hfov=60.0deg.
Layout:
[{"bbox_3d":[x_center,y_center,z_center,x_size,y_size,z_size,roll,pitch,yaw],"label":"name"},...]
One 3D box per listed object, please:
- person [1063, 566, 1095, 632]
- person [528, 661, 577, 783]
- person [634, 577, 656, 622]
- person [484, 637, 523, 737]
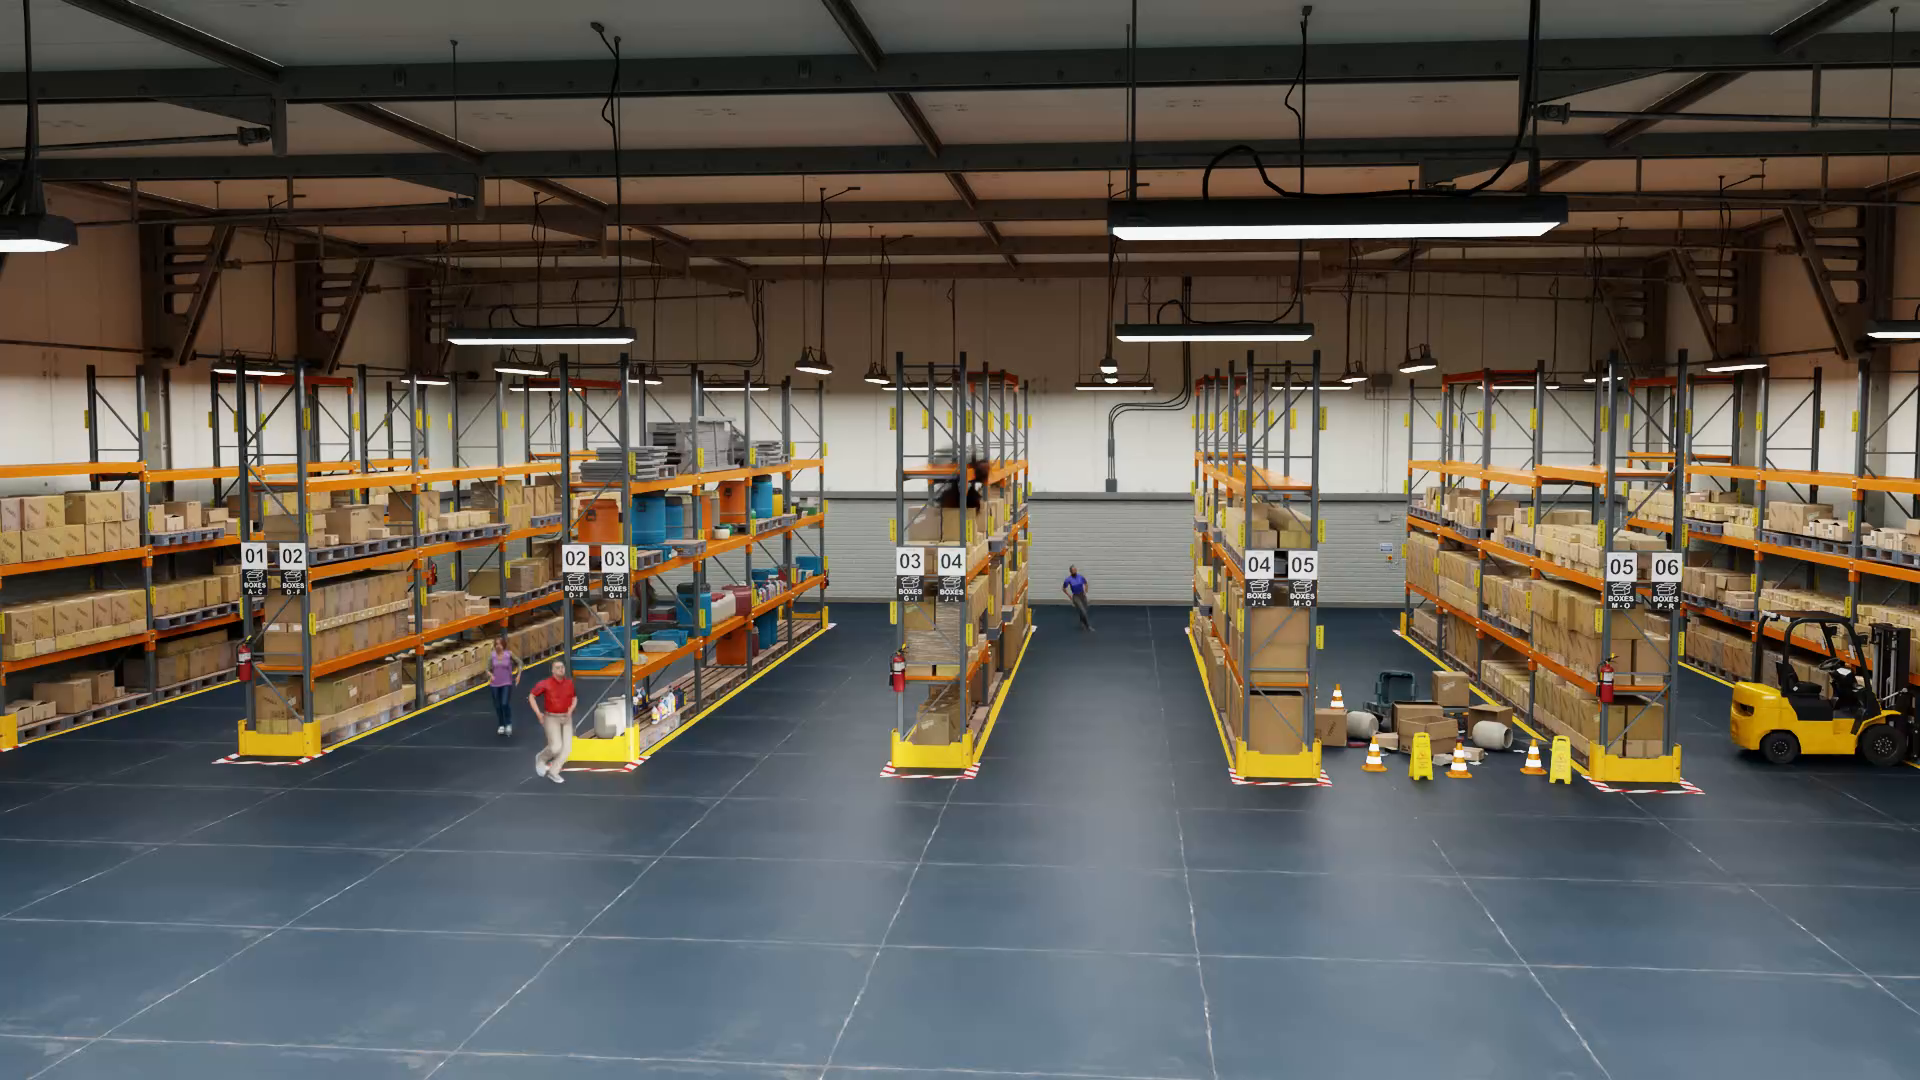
[{"bbox_3d":[2.816,1.388,39.877,0.748,1.578,0.728,-2,4,-22],"label":"person"},{"bbox_3d":[-5.607,2.527,23.168,0.547,1.681,0.674,4,6,43],"label":"person"},{"bbox_3d":[-7.925,1.217,41.702,0.546,1.658,0.740,1,4,20],"label":"person"},{"bbox_3d":[-7.271,2.336,26.432,0.567,1.604,0.650,0,4,-3],"label":"person"}]
